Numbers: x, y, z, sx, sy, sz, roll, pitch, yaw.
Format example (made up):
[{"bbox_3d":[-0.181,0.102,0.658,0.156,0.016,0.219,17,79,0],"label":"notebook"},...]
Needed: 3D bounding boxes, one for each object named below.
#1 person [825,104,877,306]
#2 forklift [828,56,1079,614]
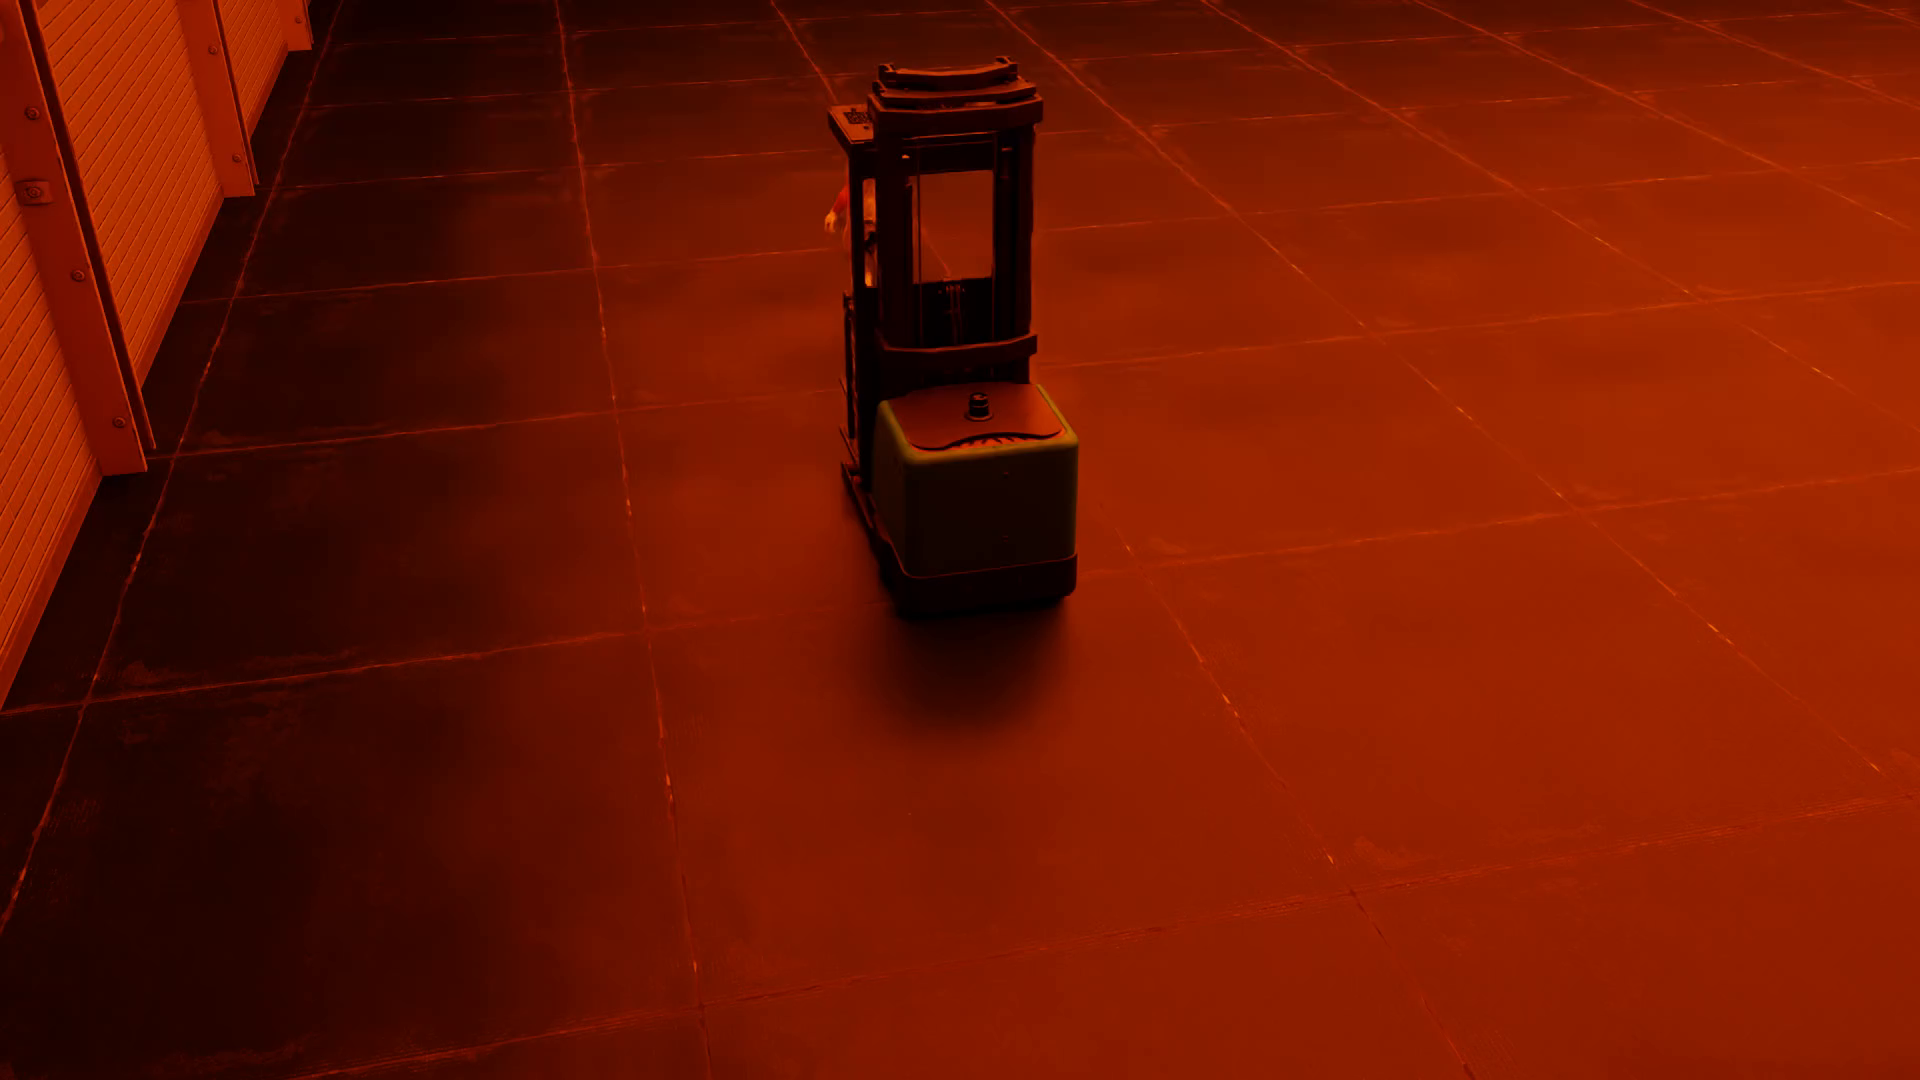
[{"bbox_3d":[-0.775,-2.618,13.279,0.784,1.748,0.483,-21,36,-32],"label":"person"},{"bbox_3d":[-0.169,-1.568,10.284,1.130,2.935,3.031,-7,31,-12],"label":"forklift"}]
